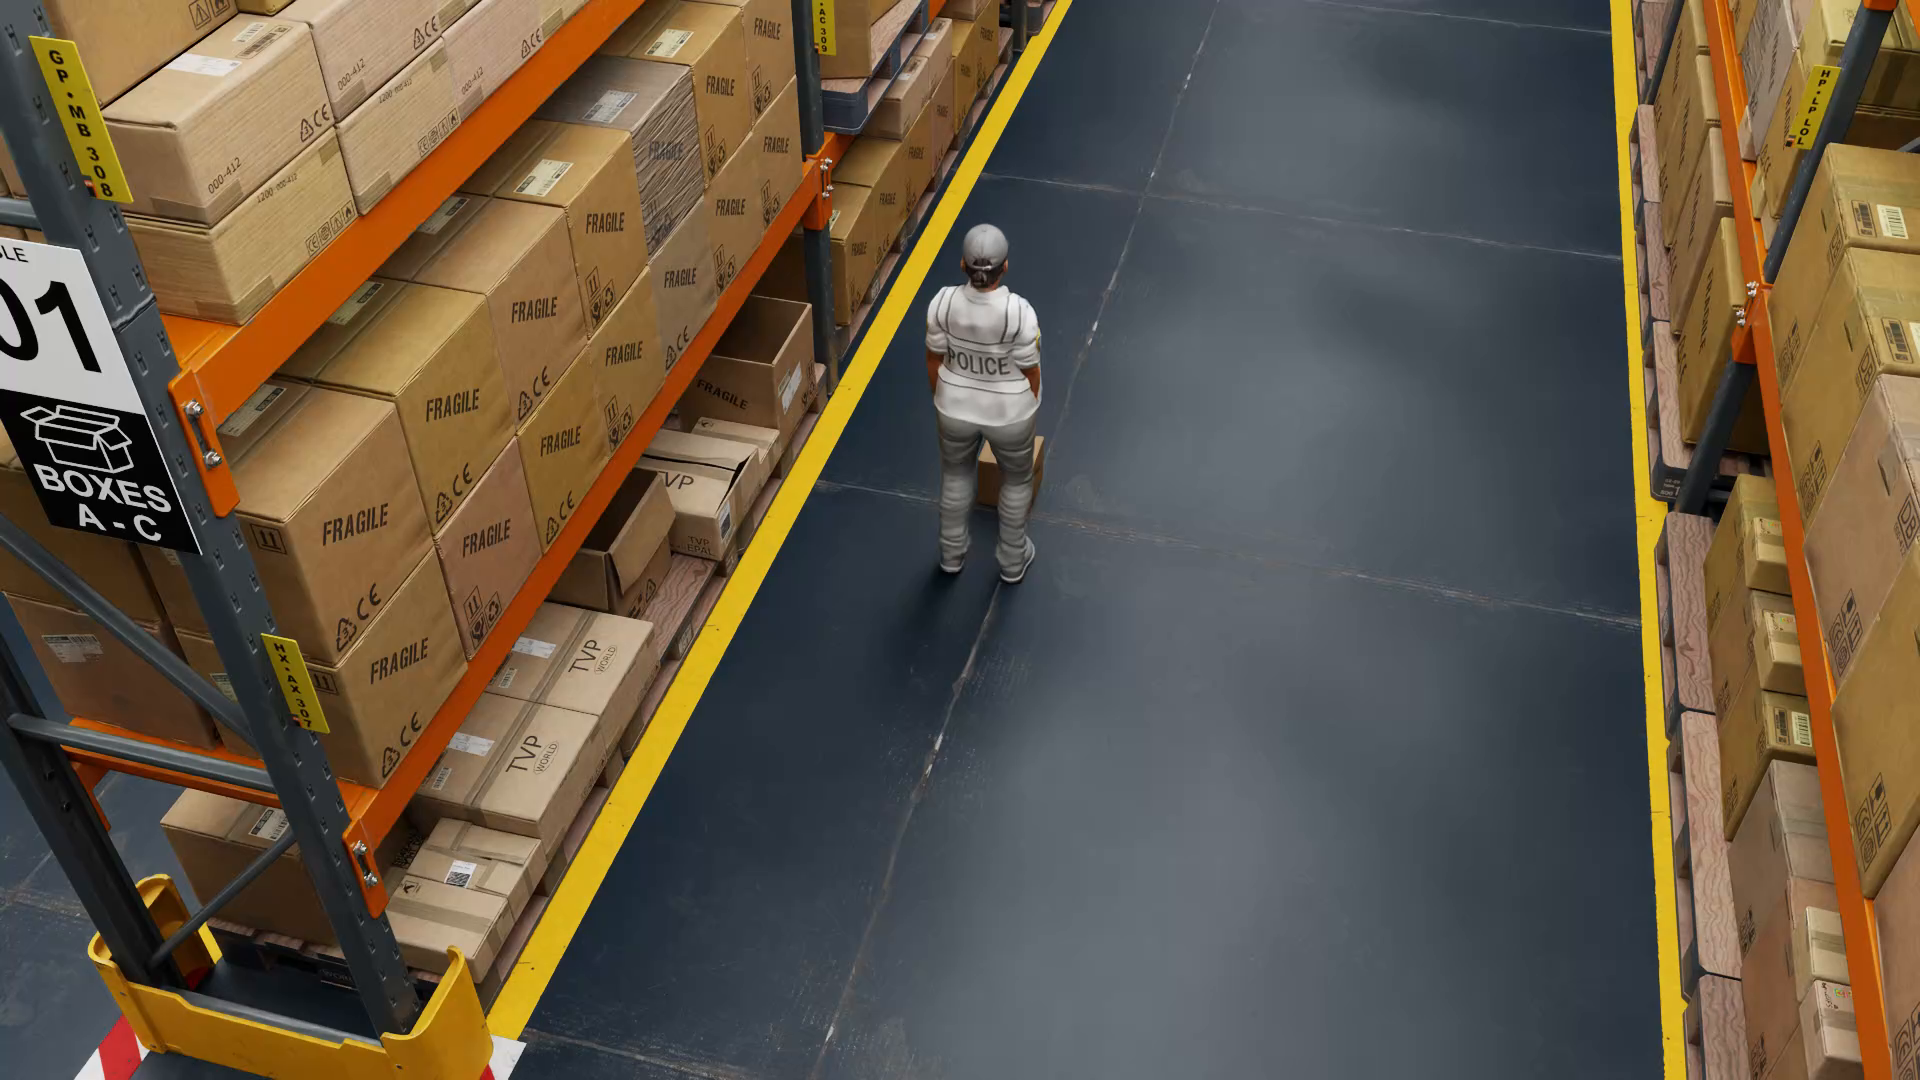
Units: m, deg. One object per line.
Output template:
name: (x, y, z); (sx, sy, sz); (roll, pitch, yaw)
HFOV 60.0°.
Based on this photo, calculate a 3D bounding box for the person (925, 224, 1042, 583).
person: (0.099, -0.541, 6.792); (0.469, 1.674, 0.388); (10, 42, 12)
